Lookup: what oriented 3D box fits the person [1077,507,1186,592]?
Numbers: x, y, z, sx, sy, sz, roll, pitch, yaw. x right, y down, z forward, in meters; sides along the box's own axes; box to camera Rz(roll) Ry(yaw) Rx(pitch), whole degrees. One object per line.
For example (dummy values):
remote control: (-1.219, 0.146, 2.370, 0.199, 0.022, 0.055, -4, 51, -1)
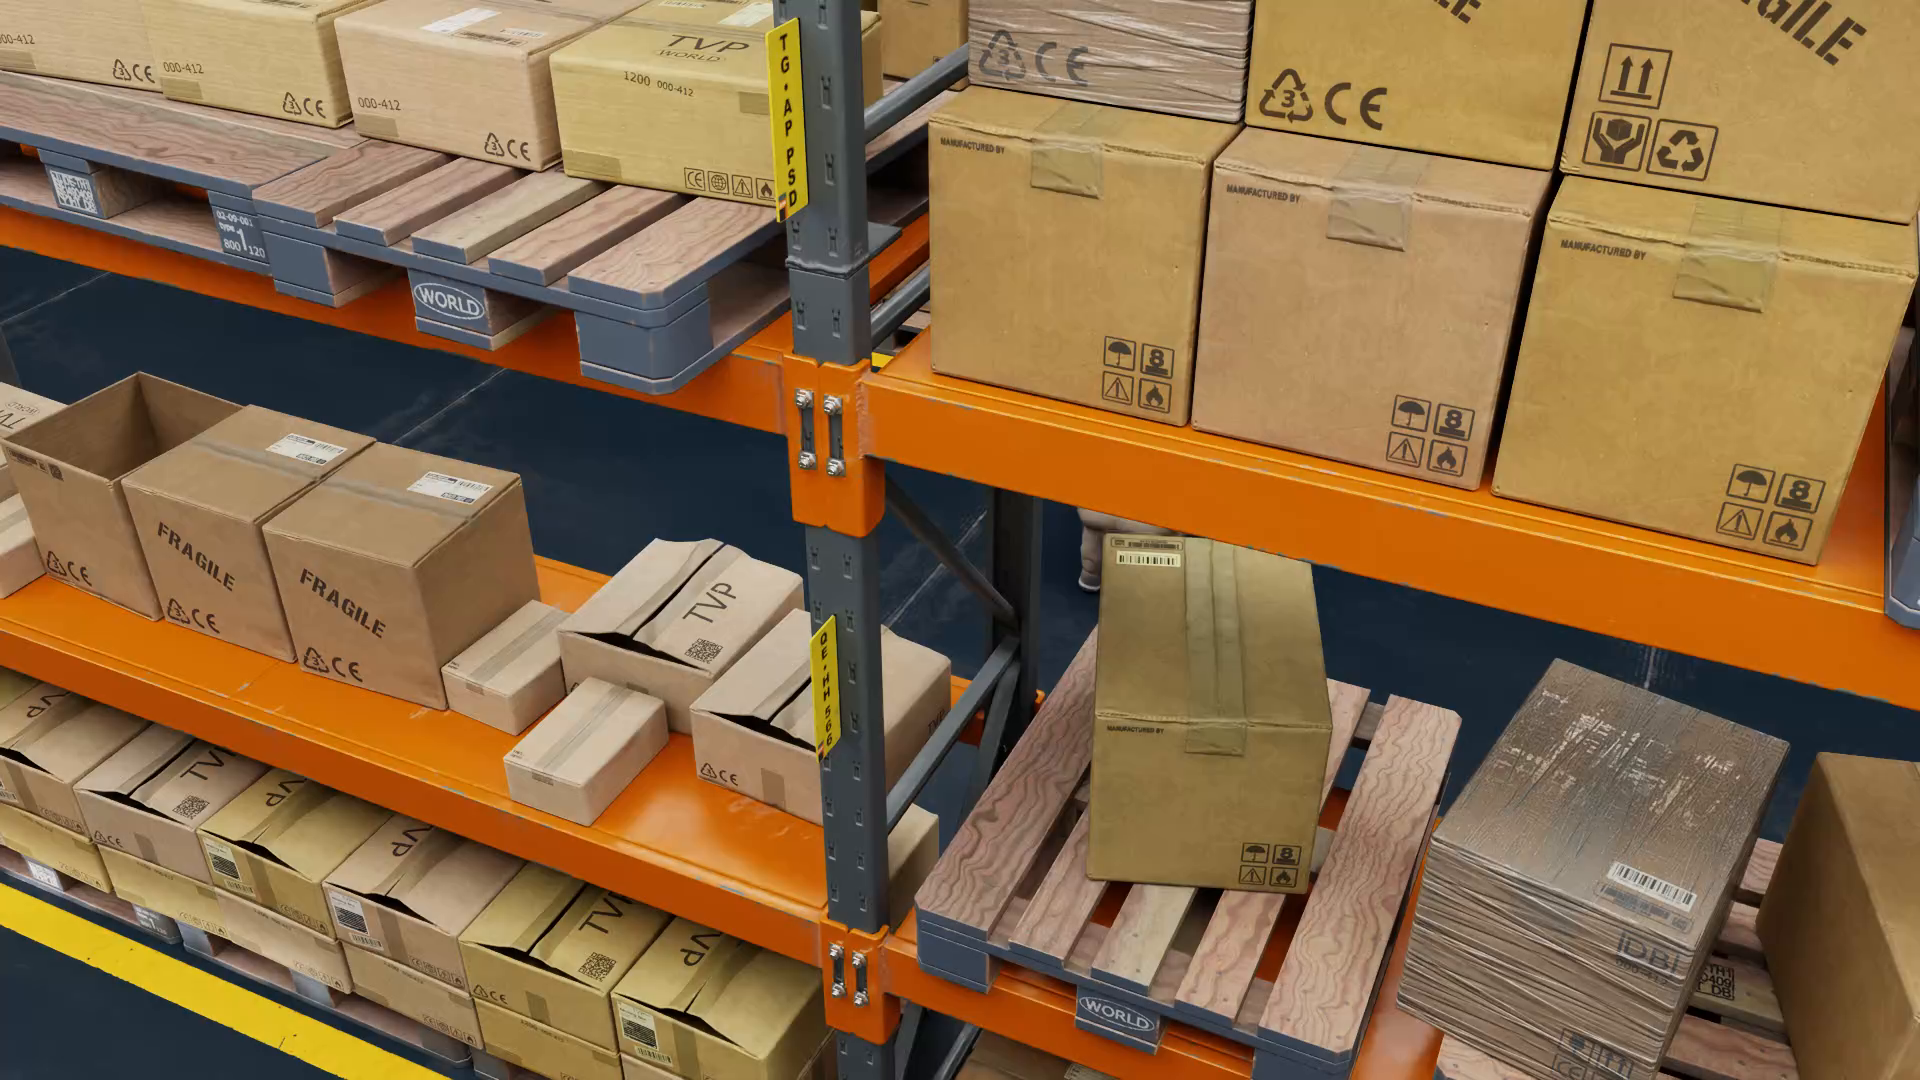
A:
person: (0.796, -0.287, 7.275, 0.523, 0.988, 0.886, 13, 36, 19)
